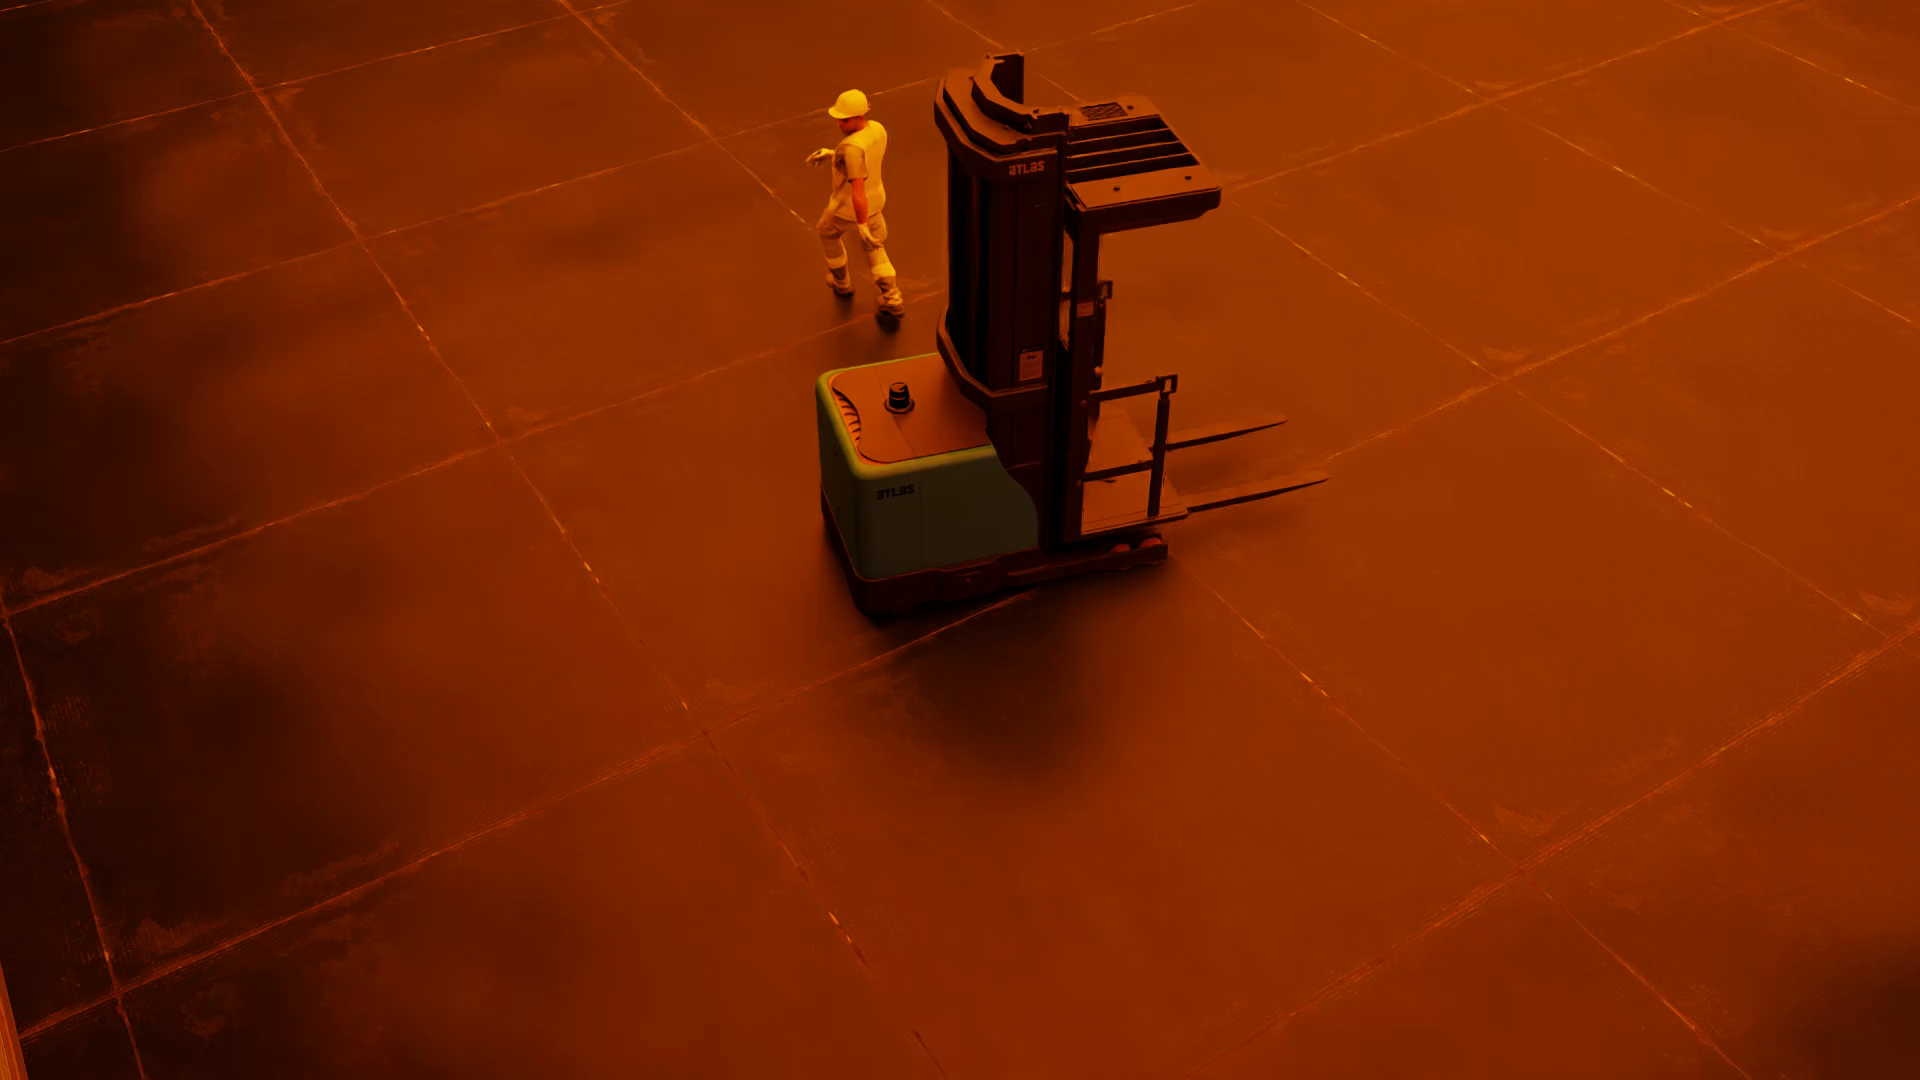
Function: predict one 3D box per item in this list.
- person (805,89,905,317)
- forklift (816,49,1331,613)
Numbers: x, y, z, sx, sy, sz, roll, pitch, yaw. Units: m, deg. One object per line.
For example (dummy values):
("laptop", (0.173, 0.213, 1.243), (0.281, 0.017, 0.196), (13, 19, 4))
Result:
("person", (-0.712, -2.326, 11.496), (0.569, 1.698, 0.933), (-32, 50, -31))
("forklift", (0.731, -1.240, 9.290), (3.031, 2.935, 1.130), (-11, 42, -13))
